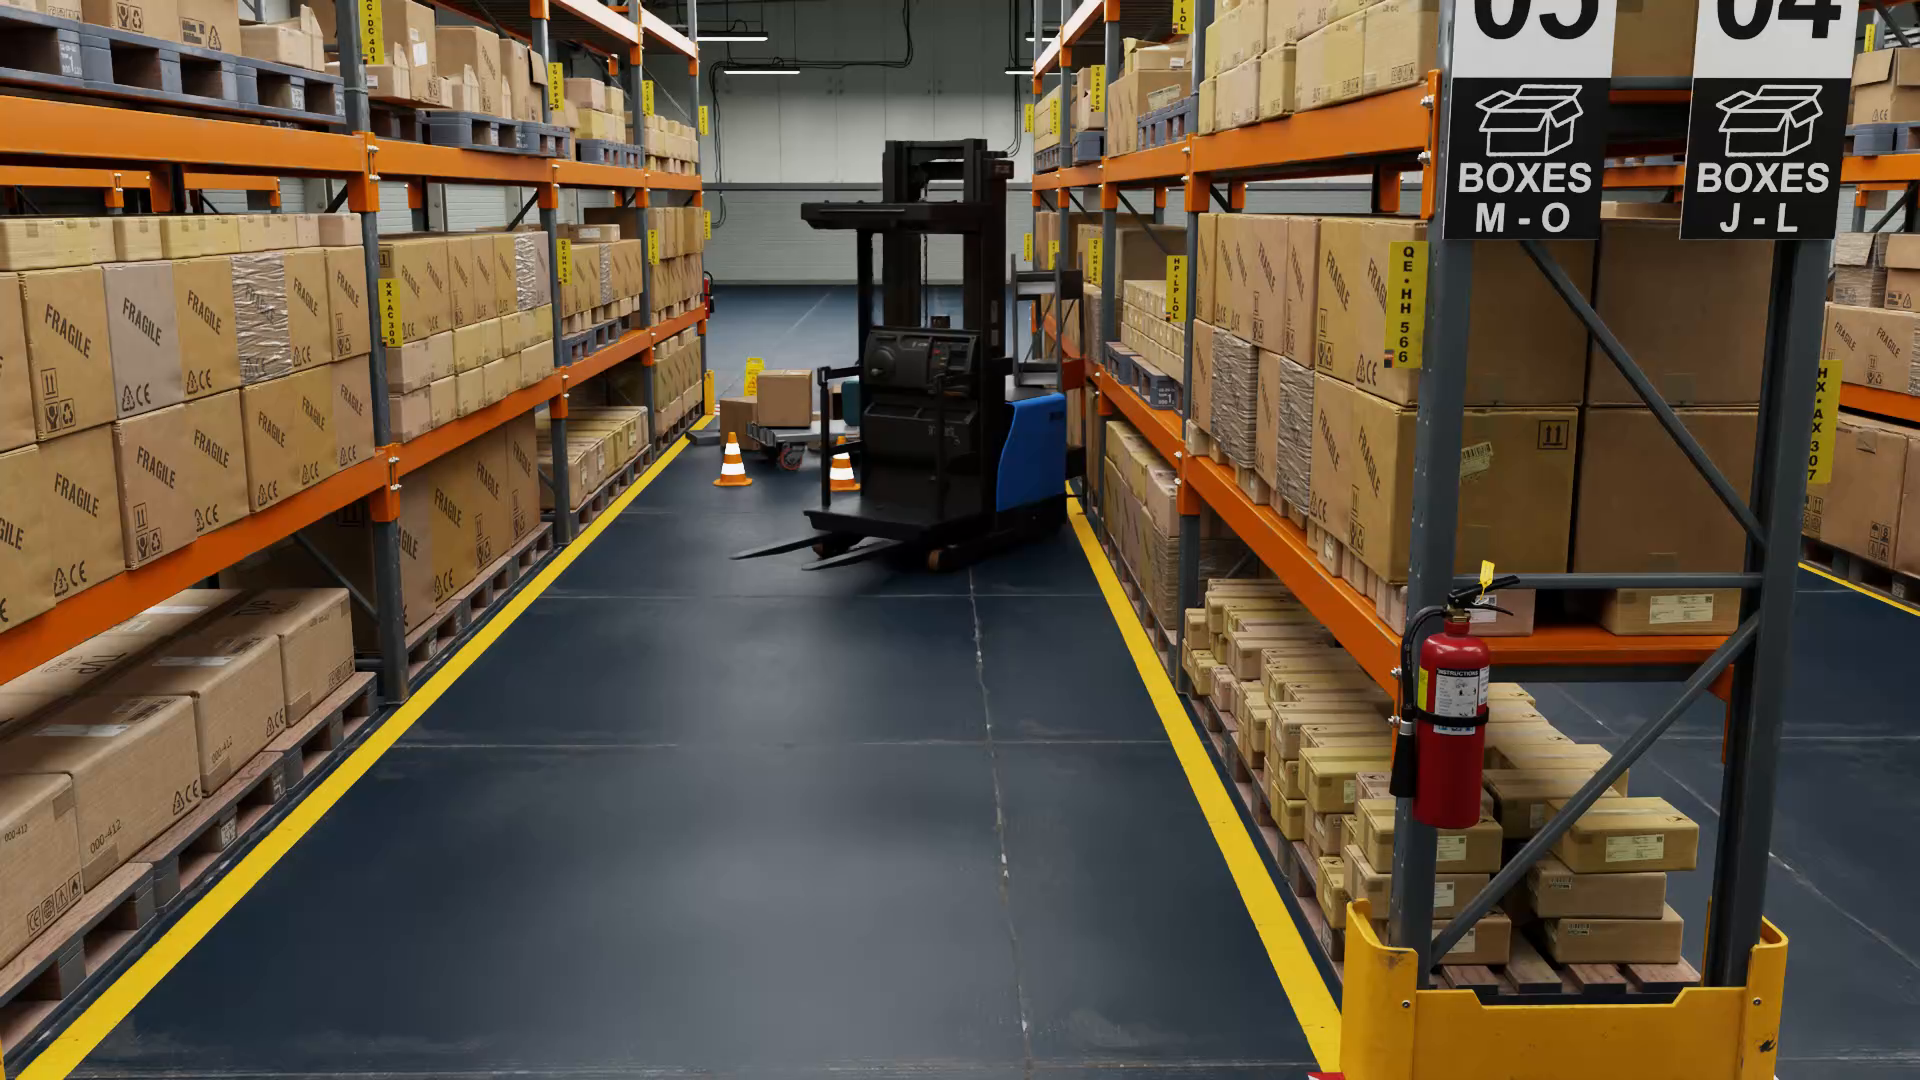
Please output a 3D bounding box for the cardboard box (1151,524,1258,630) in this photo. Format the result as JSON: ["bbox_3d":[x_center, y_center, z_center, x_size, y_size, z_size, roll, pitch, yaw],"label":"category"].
[{"bbox_3d":[1.359,0.195,9.286,0.500,0.500,0.500,0,11,-2],"label":"cardboard box"}]

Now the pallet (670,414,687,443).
[{"bbox_3d":[-3.564,-1.238,18.131,1.003,0.211,1.213,0,11,-1],"label":"pallet"}]

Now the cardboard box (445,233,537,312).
[{"bbox_3d":[-3.113,-1.768,10.966,0.500,0.500,0.500,0,11,0],"label":"cardboard box"}]

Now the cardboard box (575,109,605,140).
[{"bbox_3d":[-3.315,-3.513,14.108,0.500,0.250,0.500,0,11,0],"label":"cardboard box"}]

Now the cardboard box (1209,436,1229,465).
[{"bbox_3d":[1.384,-0.447,7.848,0.380,0.149,0.250,0,11,1],"label":"cardboard box"}]

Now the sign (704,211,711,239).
[{"bbox_3d":[-3.014,-3.744,19.762,0.100,0.325,0.005,0,11,-1],"label":"sign"}]

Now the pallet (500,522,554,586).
[{"bbox_3d":[-3.463,0.091,11.582,1.003,0.211,1.213,0,11,-1],"label":"pallet"}]

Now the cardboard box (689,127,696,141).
[{"bbox_3d":[-3.267,-4.695,19.239,0.380,0.149,0.250,0,11,-1],"label":"cardboard box"}]

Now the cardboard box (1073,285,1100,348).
[{"bbox_3d":[1.232,-1.911,14.185,0.500,0.500,0.500,0,11,0],"label":"cardboard box"}]

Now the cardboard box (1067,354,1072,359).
[{"bbox_3d":[1.518,-1.558,16.984,0.875,0.875,0.875,0,11,0],"label":"cardboard box"}]

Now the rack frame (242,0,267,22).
[{"bbox_3d":[-8.532,-5.942,19.217,1.000,3.000,0.127,0,11,-1],"label":"rack frame"}]

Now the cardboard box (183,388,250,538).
[{"bbox_3d":[-3.019,-0.290,6.191,0.500,0.500,0.500,0,11,1],"label":"cardboard box"}]

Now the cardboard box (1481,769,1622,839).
[{"bbox_3d":[1.911,0.857,5.410,0.380,0.149,0.250,0,11,0],"label":"cardboard box"}]

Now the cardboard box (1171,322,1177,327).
[{"bbox_3d":[1.407,-1.289,9.446,0.380,0.149,0.250,0,11,-1],"label":"cardboard box"}]

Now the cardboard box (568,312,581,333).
[{"bbox_3d":[-3.156,-1.692,12.931,0.380,0.149,0.250,-1,12,-5],"label":"cardboard box"}]

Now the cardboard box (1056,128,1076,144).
[{"bbox_3d":[1.133,-3.942,16.223,0.380,0.149,0.250,0,11,-1],"label":"cardboard box"}]

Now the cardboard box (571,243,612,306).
[{"bbox_3d":[-3.220,-2.233,13.964,0.500,0.500,0.500,-1,11,-3],"label":"cardboard box"}]

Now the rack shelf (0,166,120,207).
[{"bbox_3d":[-8.408,-2.927,13.708,1.077,0.370,4.000,0,11,-1],"label":"rack shelf"}]

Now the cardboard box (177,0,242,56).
[{"bbox_3d":[-3.261,-2.146,6.478,0.797,0.503,0.637,1,11,3],"label":"cardboard box"}]

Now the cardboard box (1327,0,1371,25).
[{"bbox_3d":[1.433,-1.717,5.054,0.500,0.250,0.500,-1,11,-3],"label":"cardboard box"}]

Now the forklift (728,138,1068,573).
[{"bbox_3d":[-0.403,-1.317,11.680,1.130,2.935,3.031,7,14,33],"label":"forklift"}]

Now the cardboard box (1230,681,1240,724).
[{"bbox_3d":[1.430,0.739,7.486,0.380,0.149,0.250,0,11,-2],"label":"cardboard box"}]

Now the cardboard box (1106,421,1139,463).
[{"bbox_3d":[1.315,-0.684,11.730,0.500,0.250,0.500,-1,11,-4],"label":"cardboard box"}]

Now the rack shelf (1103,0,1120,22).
[{"bbox_3d":[1.585,-3.468,9.833,1.077,0.370,4.000,0,11,-1],"label":"rack shelf"}]

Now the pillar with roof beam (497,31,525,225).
[{"bbox_3d":[-5.486,-9.396,36.240,9.100,9.000,0.548,0,11,-1],"label":"pillar with roof beam"}]

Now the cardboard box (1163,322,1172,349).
[{"bbox_3d":[1.397,-1.193,9.722,0.380,0.149,0.250,-1,11,-4],"label":"cardboard box"}]

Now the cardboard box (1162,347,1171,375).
[{"bbox_3d":[1.394,-1.046,9.744,0.380,0.149,0.250,-1,11,-4],"label":"cardboard box"}]

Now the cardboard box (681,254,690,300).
[{"bbox_3d":[-3.270,-2.912,18.371,0.500,0.500,0.500,0,11,-1],"label":"cardboard box"}]

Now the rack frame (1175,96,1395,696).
[{"bbox_3d":[1.626,-0.678,8.359,1.000,3.000,0.127,0,11,-1],"label":"rack frame"}]

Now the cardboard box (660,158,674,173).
[{"bbox_3d":[-3.186,-3.895,17.300,0.380,0.149,0.250,0,11,-2],"label":"cardboard box"}]

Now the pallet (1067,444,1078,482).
[{"bbox_3d":[1.552,-0.749,15.720,1.003,0.211,1.213,0,11,-1],"label":"pallet"}]

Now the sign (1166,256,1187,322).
[{"bbox_3d":[1.071,-1.243,8.229,0.100,0.325,0.005,0,11,-1],"label":"sign"}]

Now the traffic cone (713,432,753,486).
[{"bbox_3d":[-2.061,-0.744,15.064,0.336,0.463,0.334,0,11,-1],"label":"traffic cone"}]

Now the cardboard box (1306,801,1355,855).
[{"bbox_3d":[1.400,0.955,5.672,0.380,0.149,0.250,-1,11,-3],"label":"cardboard box"}]

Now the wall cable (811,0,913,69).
[{"bbox_3d":[-2.978,-15.561,50.296,3.097,2.526,0.112,0,11,-1],"label":"wall cable"}]

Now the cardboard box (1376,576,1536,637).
[{"bbox_3d":[1.419,0.176,4.778,0.380,0.149,0.250,0,11,-1],"label":"cardboard box"}]

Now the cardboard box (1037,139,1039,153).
[{"bbox_3d":[1.075,-4.496,18.954,0.380,0.149,0.250,0,11,-1],"label":"cardboard box"}]

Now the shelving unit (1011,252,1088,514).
[{"bbox_3d":[0.715,-1.212,13.185,0.431,2.100,0.503,3,10,25],"label":"shelving unit"}]

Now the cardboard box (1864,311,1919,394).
[{"bbox_3d":[6.269,-1.221,10.781,0.500,0.500,0.500,0,11,-2],"label":"cardboard box"}]

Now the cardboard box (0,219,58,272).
[{"bbox_3d":[-2.936,-0.875,4.932,0.380,0.149,0.250,0,11,1],"label":"cardboard box"}]

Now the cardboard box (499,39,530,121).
[{"bbox_3d":[-3.193,-2.962,10.763,0.700,0.500,0.500,-1,11,-4],"label":"cardboard box"}]

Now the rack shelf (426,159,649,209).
[{"bbox_3d":[-3.445,-2.948,13.812,1.077,0.370,4.000,0,11,-1],"label":"rack shelf"}]

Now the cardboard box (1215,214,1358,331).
[{"bbox_3d":[1.418,-1.170,7.265,0.500,0.500,0.500,-1,11,-3],"label":"cardboard box"}]

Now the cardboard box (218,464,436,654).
[{"bbox_3d":[-3.414,0.075,8.935,0.875,0.875,0.875,0,11,1],"label":"cardboard box"}]

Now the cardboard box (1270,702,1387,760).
[{"bbox_3d":[1.361,0.706,6.151,0.380,0.149,0.250,0,11,1],"label":"cardboard box"}]

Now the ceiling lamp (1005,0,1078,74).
[{"bbox_3d":[2.179,-13.906,43.790,2.000,3.185,0.800,0,11,-1],"label":"ceiling lamp"}]

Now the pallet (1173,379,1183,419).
[{"bbox_3d":[1.756,-0.737,9.130,1.003,0.211,1.213,0,11,-1],"label":"pallet"}]

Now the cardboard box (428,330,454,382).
[{"bbox_3d":[-3.087,-1.002,9.072,0.500,0.250,0.500,0,11,0],"label":"cardboard box"}]

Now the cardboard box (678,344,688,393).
[{"bbox_3d":[-3.274,-1.887,18.289,0.500,0.500,0.500,-1,11,-2],"label":"cardboard box"}]

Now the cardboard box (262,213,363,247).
[{"bbox_3d":[-2.996,-1.435,7.690,0.380,0.149,0.250,0,11,-2],"label":"cardboard box"}]

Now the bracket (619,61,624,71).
[{"bbox_3d":[-9.675,-13.447,47.154,0.235,0.232,0.430,0,11,-1],"label":"bracket"}]

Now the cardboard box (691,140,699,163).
[{"bbox_3d":[-3.289,-4.465,19.109,0.500,0.250,0.500,0,11,-2],"label":"cardboard box"}]
